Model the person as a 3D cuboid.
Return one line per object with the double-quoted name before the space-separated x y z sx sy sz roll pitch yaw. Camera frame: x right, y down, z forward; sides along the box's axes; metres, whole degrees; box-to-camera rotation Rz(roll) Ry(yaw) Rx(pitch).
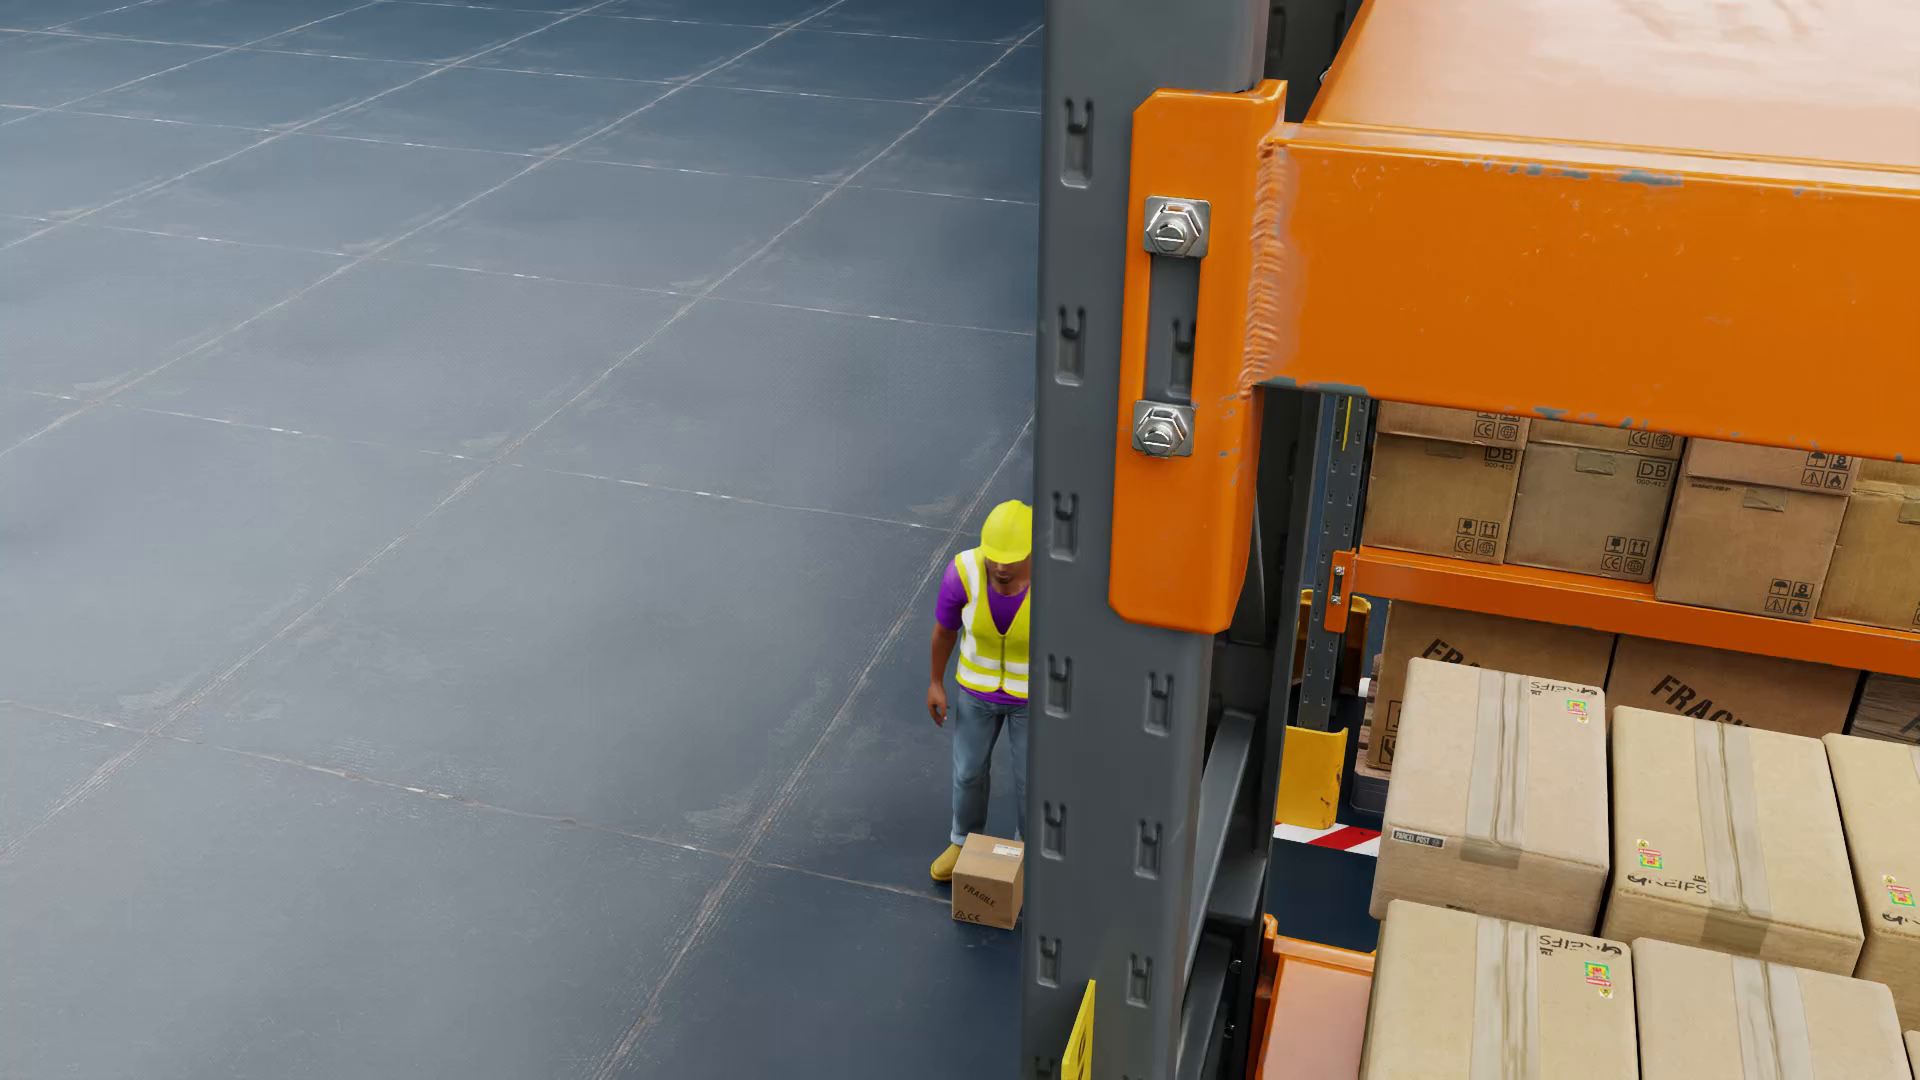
"person" 0.179 0.608 6.512 0.632 1.760 0.462 8 30 14
